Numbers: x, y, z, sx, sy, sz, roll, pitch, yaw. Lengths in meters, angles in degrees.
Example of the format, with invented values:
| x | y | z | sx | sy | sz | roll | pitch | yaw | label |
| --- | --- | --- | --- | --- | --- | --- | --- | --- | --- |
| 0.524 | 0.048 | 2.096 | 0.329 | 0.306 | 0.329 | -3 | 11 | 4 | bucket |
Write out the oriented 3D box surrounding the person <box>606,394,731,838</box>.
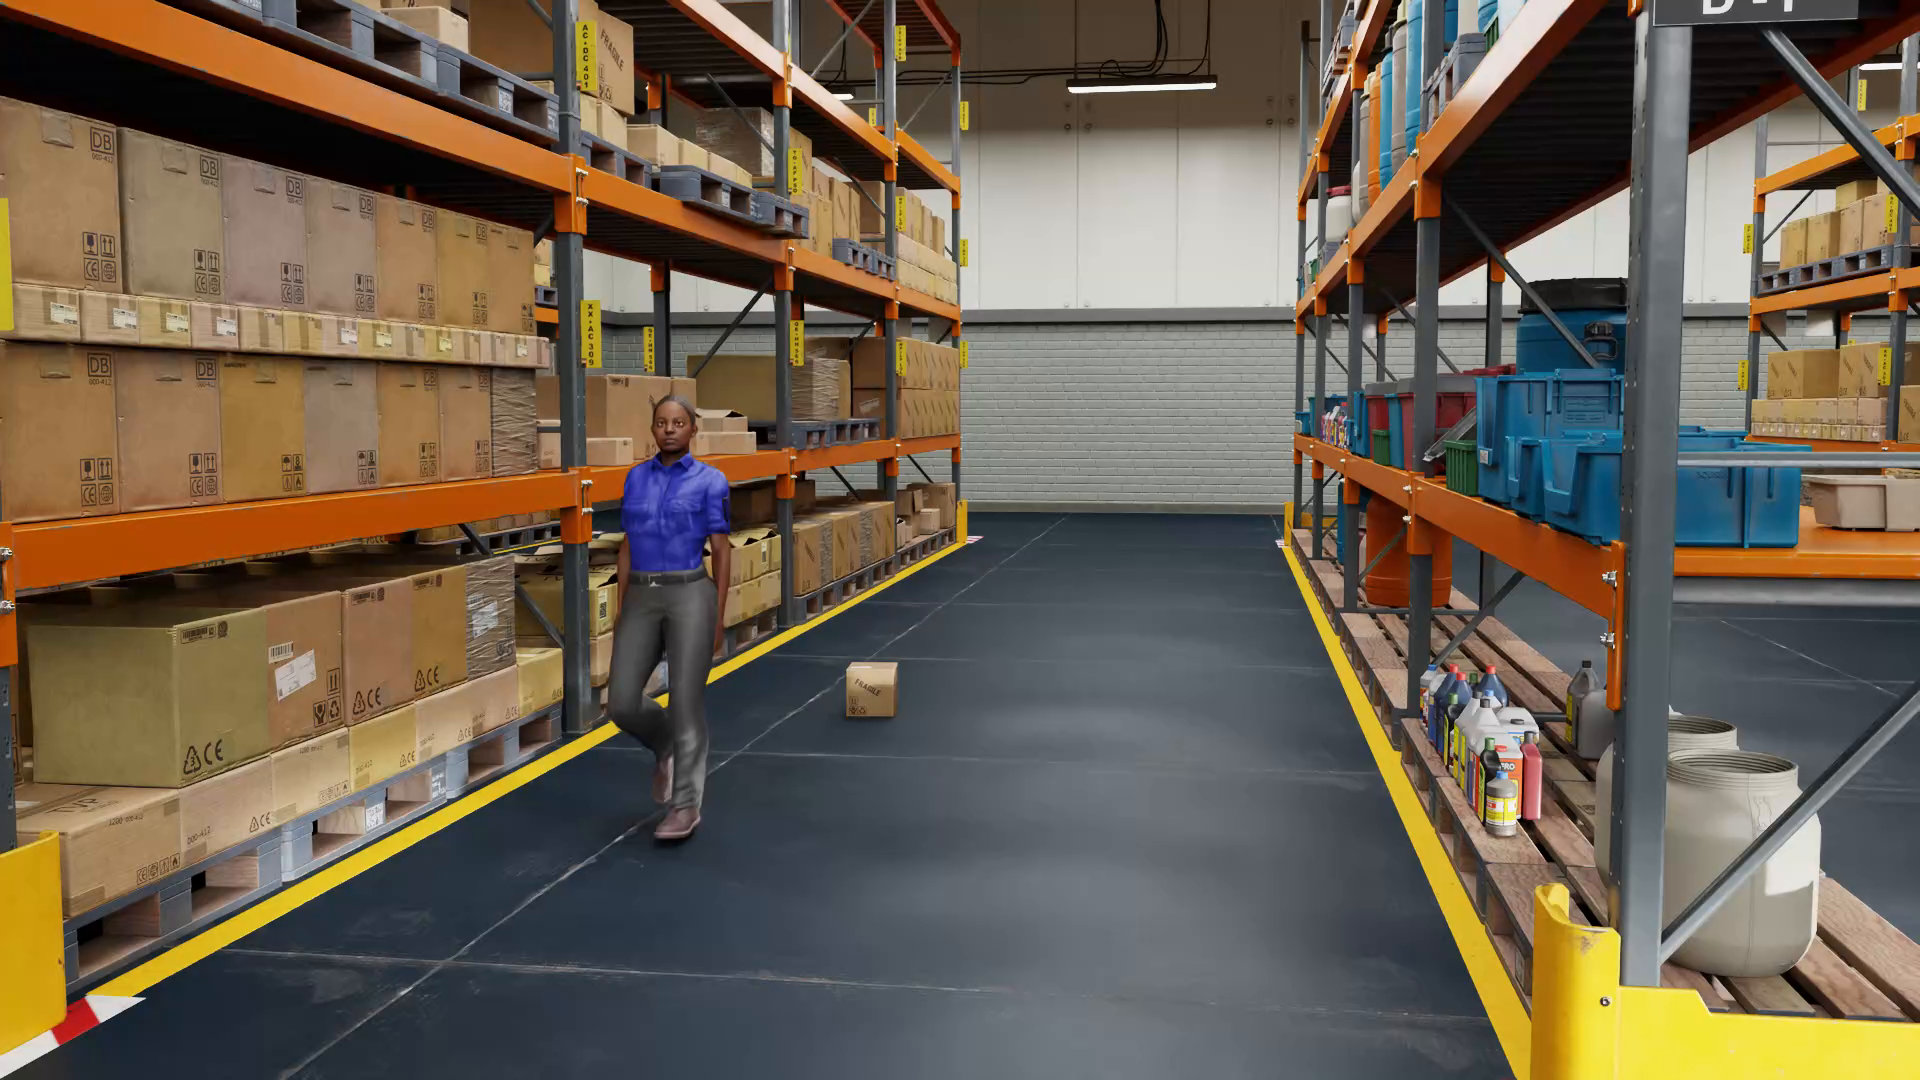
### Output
| x | y | z | sx | sy | sz | roll | pitch | yaw | label |
| --- | --- | --- | --- | --- | --- | --- | --- | --- | --- |
| -1.097 | 0.270 | 6.346 | 0.456 | 1.647 | 0.549 | 1 | 5 | 12 | person |
